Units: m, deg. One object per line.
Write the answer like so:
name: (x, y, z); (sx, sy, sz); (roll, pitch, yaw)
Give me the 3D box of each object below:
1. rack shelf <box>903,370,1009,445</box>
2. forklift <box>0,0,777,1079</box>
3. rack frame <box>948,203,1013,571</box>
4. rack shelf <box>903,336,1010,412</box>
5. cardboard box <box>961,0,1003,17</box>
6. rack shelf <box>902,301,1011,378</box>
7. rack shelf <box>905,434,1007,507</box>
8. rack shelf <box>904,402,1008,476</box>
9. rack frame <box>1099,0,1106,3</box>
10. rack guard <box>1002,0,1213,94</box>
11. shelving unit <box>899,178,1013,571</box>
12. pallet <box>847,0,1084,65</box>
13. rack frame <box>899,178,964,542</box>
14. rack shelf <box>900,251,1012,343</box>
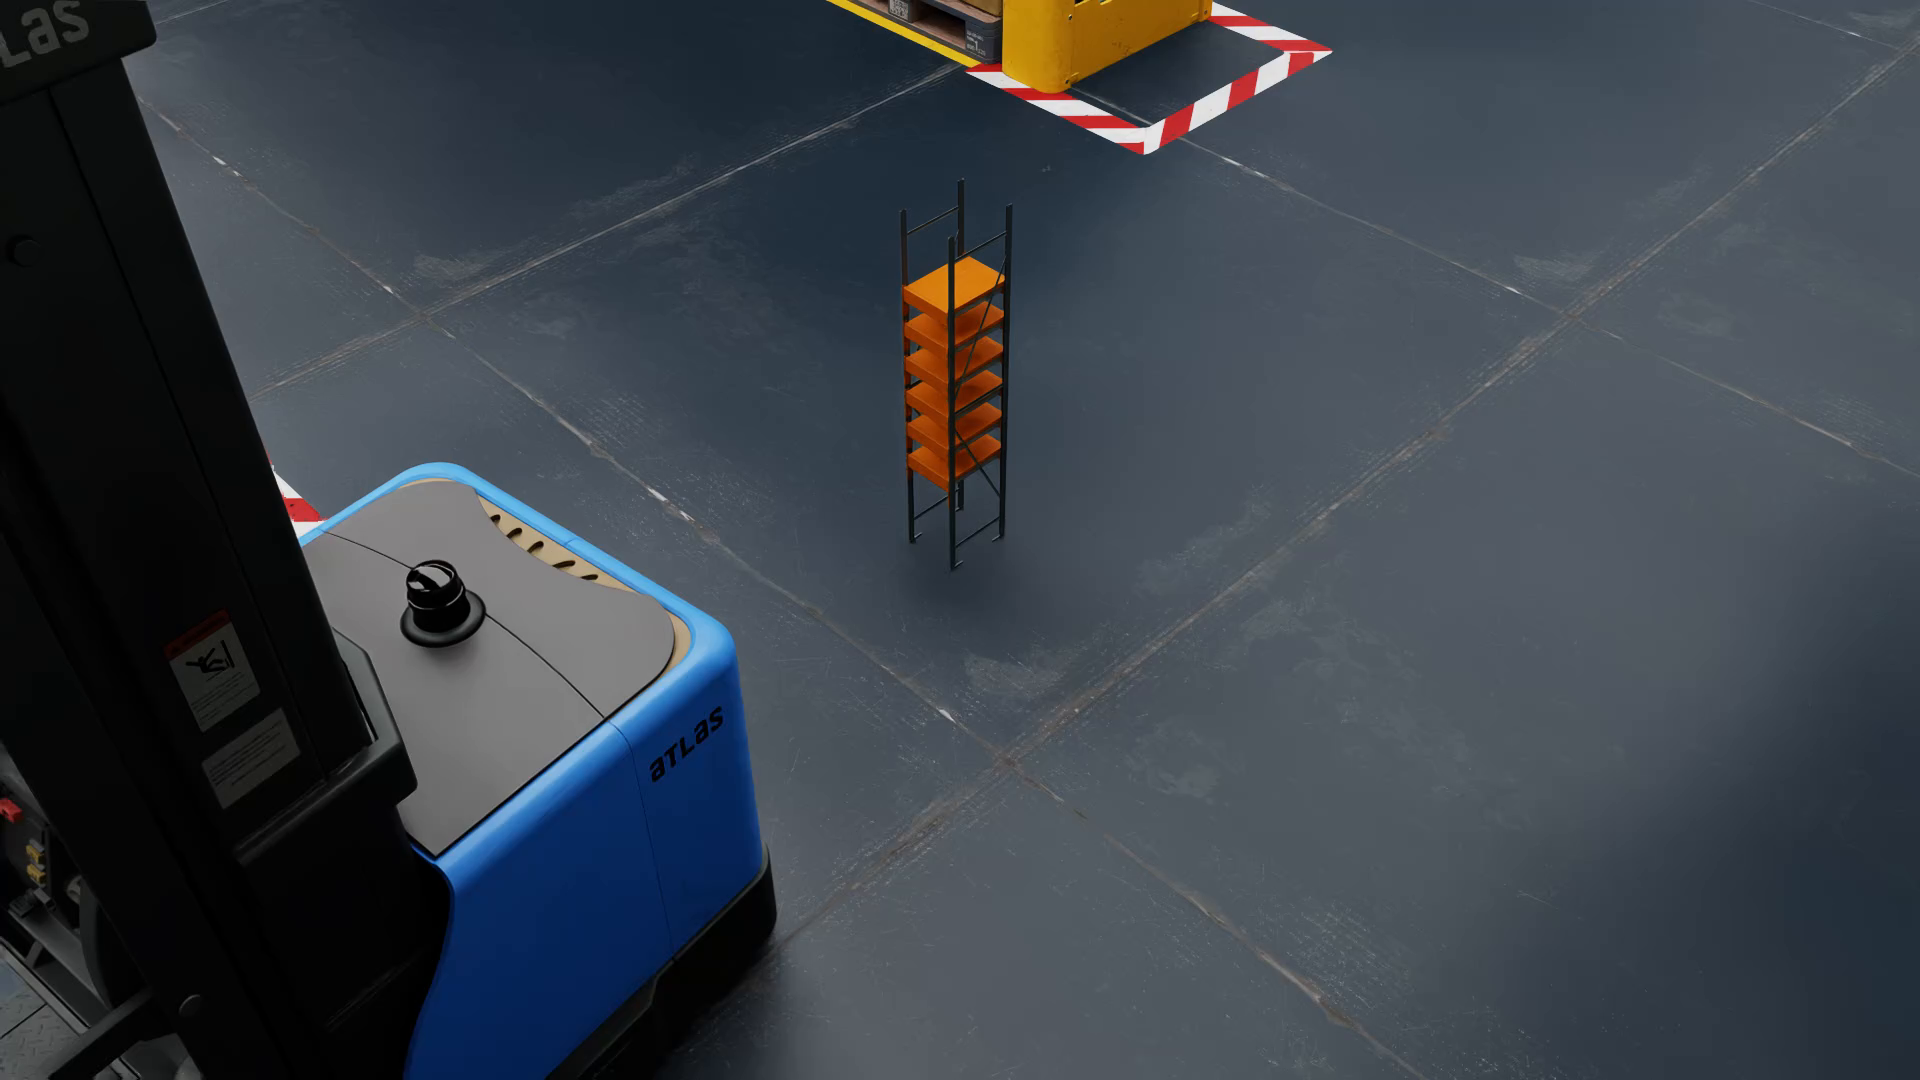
rack shelf: (-0.010, -0.415, 4.880); (0.258, 0.103, 0.180); (-34, 53, -31)
forklift: (-1.754, 0.495, 2.554); (1.130, 2.935, 3.031); (28, 49, 27)
rack frame: (0.054, -0.404, 4.803); (0.240, 1.200, 0.006); (-34, 53, -31)
rack shelf: (-0.010, -0.503, 4.799); (0.258, 0.103, 0.180); (-34, 53, -31)
cardboard box: (0.174, -3.085, 7.634); (0.875, 0.875, 0.875); (-34, 53, -31)
rack shelf: (-0.010, -0.591, 4.718); (0.258, 0.103, 0.180); (-34, 53, -31)
rack shelf: (-0.010, -0.239, 5.043); (0.258, 0.103, 0.180); (-34, 53, -31)
rack shelf: (-0.010, -0.327, 4.962); (0.258, 0.103, 0.180); (-34, 53, -31)
rack frame: (0.682, -3.442, 6.764); (1.000, 3.000, 0.127); (-34, 53, -31)
rack guard: (0.699, -2.512, 7.600); (1.175, 0.500, 0.348); (-34, 53, -31)
shelving unit: (-0.010, -0.448, 4.850); (0.258, 1.200, 0.189); (-34, 53, -31)
pallet: (0.062, -2.764, 8.086); (1.003, 0.211, 1.213); (-34, 53, -31)
rack frame: (-0.075, -0.492, 4.898); (0.240, 1.200, 0.006); (-34, 53, -31)
rack shelf: (-0.010, -0.679, 4.636); (0.258, 0.103, 0.180); (-34, 53, -31)
